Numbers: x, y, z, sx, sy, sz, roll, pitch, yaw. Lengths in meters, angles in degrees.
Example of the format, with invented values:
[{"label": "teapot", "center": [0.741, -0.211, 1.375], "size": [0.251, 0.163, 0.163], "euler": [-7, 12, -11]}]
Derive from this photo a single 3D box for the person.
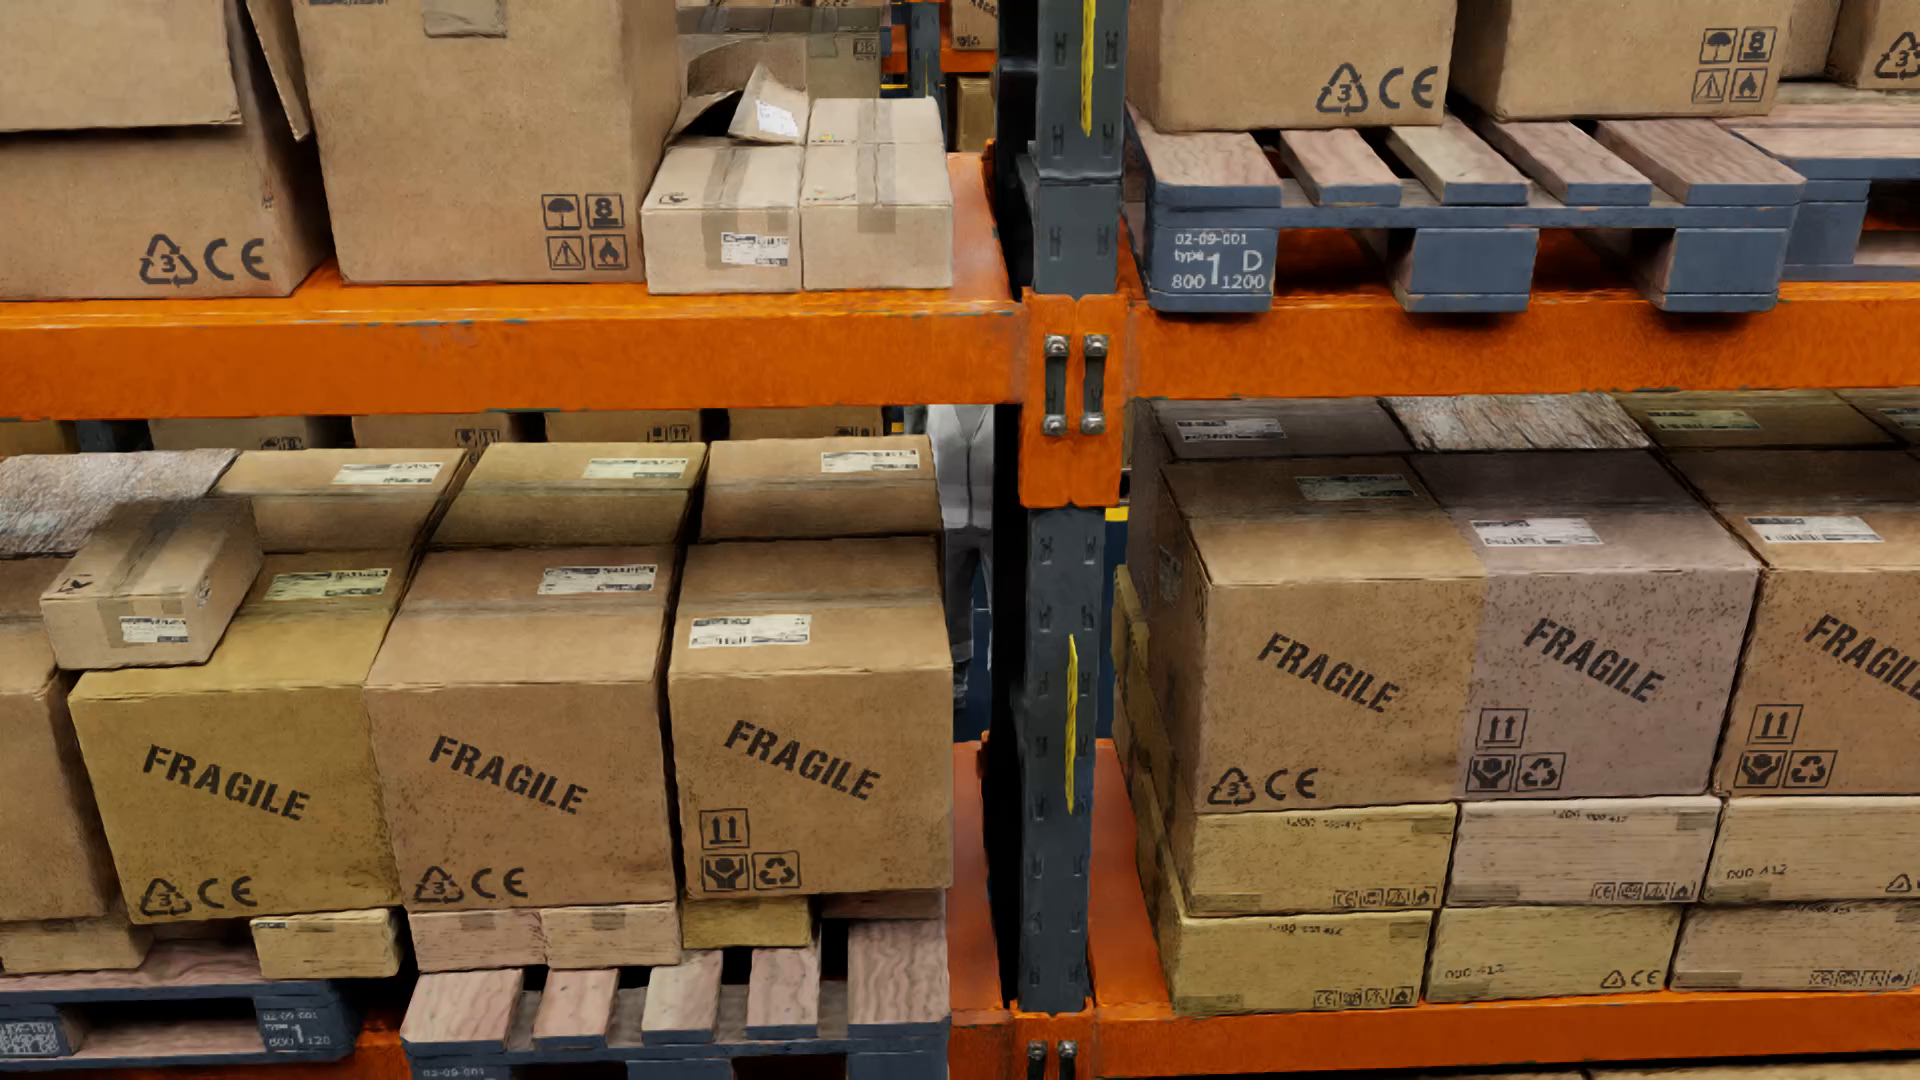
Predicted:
[{"label": "person", "center": [0.078, -0.051, 6.130], "size": [0.622, 1.791, 0.414], "euler": [6, 28, 11]}]
